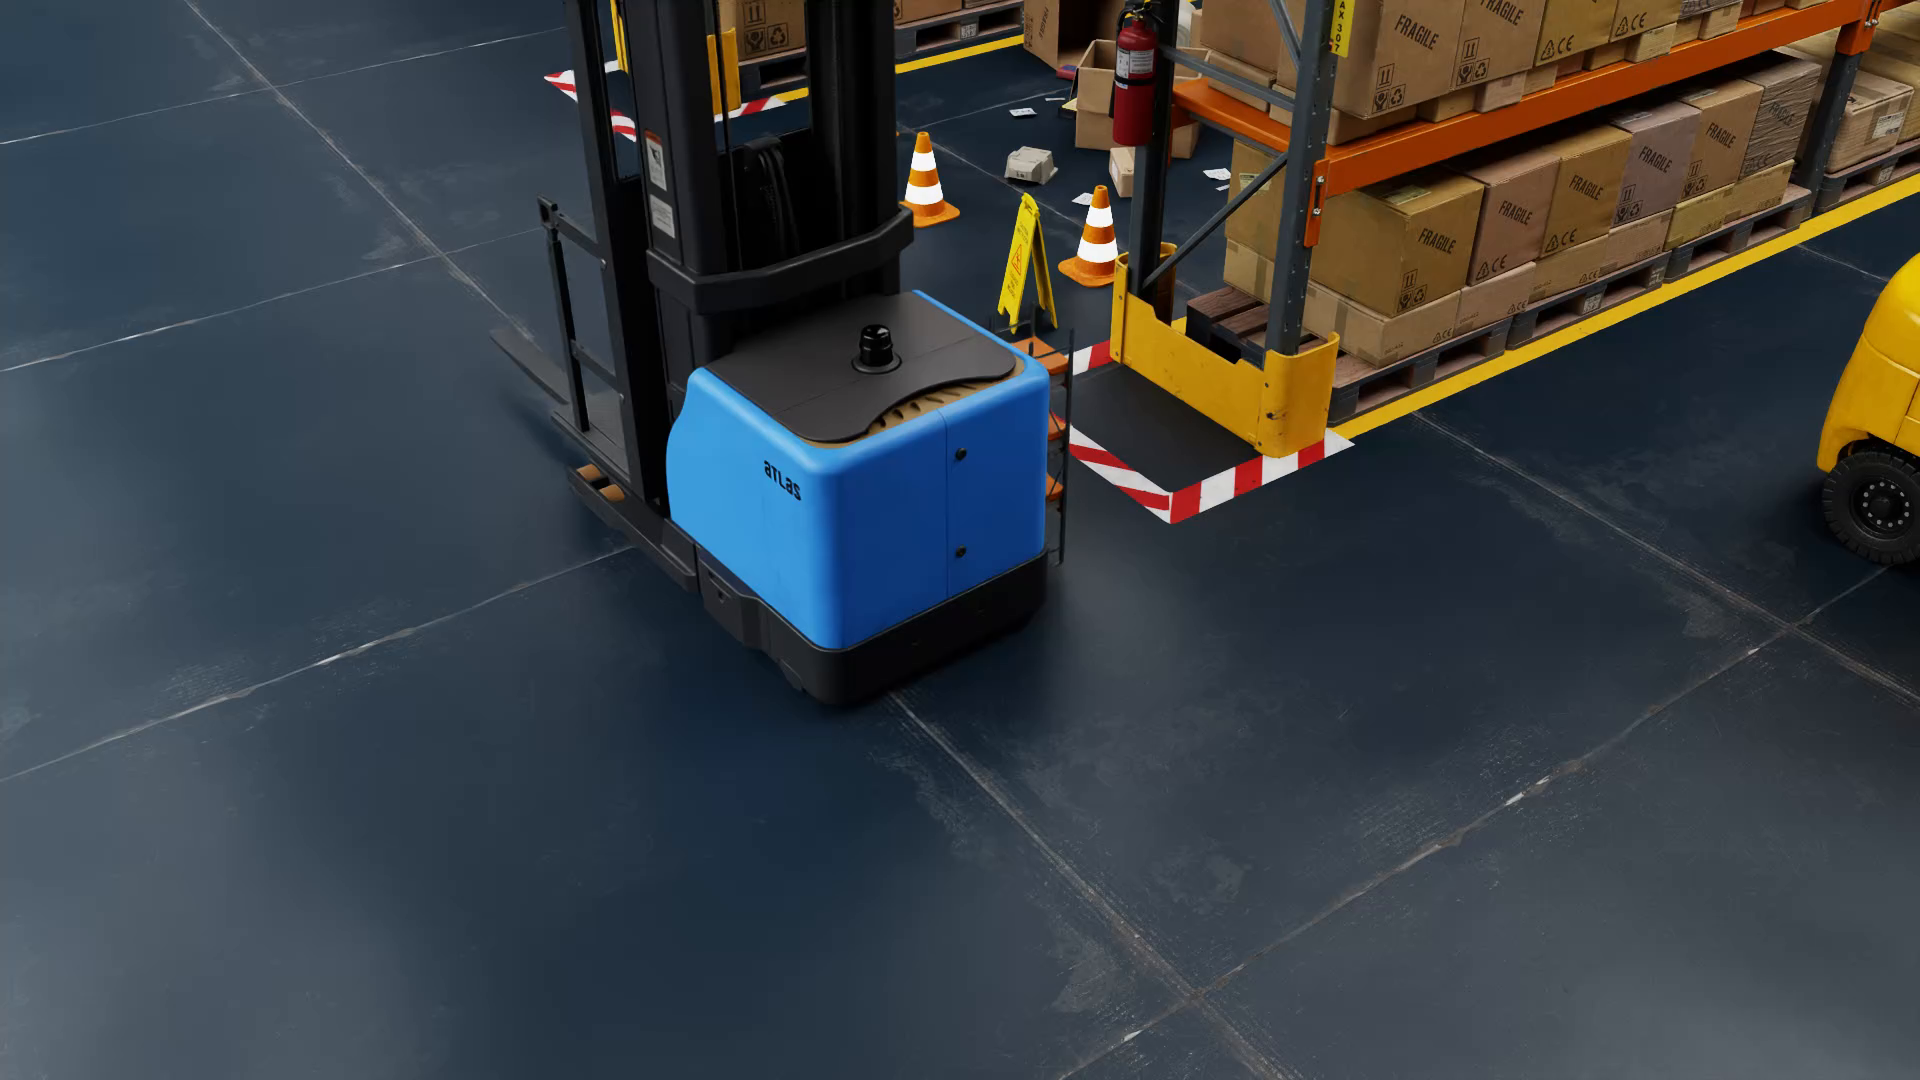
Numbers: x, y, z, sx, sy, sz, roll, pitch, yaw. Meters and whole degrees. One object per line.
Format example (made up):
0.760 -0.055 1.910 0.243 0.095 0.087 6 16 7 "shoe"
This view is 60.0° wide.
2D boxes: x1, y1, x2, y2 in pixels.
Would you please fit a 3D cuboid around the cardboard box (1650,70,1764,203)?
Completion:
3.634 -2.076 8.420 0.500 0.500 0.500 -22 41 -27 "cardboard box"

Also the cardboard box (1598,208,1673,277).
3.201 -1.590 8.388 0.500 0.250 0.500 -22 41 -27 "cardboard box"

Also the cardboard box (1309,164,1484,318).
1.946 -1.377 7.448 0.500 0.500 0.500 -24 42 -29 "cardboard box"

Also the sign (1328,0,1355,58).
1.420 -1.963 6.169 0.005 0.325 0.100 -22 41 -28 "sign"

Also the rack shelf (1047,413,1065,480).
0.261 -0.358 6.367 0.215 0.259 0.240 -21 41 -27 "rack shelf"

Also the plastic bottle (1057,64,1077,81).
0.791 -3.067 10.962 0.283 0.061 0.133 22 41 28 "plastic bottle"

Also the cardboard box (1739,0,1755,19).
3.621 -2.646 8.075 0.250 0.149 0.380 -23 42 -28 "cardboard box"

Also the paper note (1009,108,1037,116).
0.399 -2.696 10.474 0.142 0.017 0.144 -9 37 -12 "paper note"

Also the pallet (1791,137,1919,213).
5.013 -2.347 9.832 1.213 0.211 1.003 -22 41 -28 "pallet"

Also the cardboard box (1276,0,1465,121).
1.655 -2.059 6.703 0.500 0.500 0.500 -23 42 -29 "cardboard box"

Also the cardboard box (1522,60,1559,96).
2.393 -2.093 7.306 0.250 0.149 0.380 -21 41 -27 "cardboard box"

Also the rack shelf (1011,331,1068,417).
0.262 -0.589 6.201 0.215 0.259 0.240 -21 41 -27 "rack shelf"

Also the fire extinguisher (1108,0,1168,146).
0.749 -2.021 7.057 0.183 0.674 0.296 -22 41 -28 "fire extinguisher"

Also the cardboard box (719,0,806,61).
-1.310 -3.767 10.878 0.875 0.875 0.875 -22 41 -28 "cardboard box"

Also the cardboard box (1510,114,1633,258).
2.785 -1.720 7.925 0.500 0.500 0.500 -22 41 -27 "cardboard box"

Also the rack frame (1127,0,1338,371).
1.108 -1.871 6.782 0.127 3.000 1.000 -22 41 -28 "rack frame"

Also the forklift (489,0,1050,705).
-0.983 -1.411 6.201 1.130 2.935 3.031 -25 43 -30 "forklift"

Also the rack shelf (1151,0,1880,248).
2.743 -2.251 7.927 4.000 0.370 1.077 -22 41 -28 "rack shelf"

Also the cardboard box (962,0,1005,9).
0.154 -4.369 11.716 0.875 0.875 0.875 -22 41 -28 "cardboard box"

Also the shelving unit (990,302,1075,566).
0.261 -0.367 6.361 0.215 1.050 0.252 -21 41 -27 "shelving unit"

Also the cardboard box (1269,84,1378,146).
1.505 -1.784 6.877 0.250 0.149 0.380 -22 41 -28 "cardboard box"

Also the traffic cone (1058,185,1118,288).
0.716 -1.601 8.580 0.334 0.463 0.336 -22 41 -28 "traffic cone"

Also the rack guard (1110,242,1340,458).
1.170 -0.881 7.547 0.348 0.500 1.175 -22 41 -28 "rack guard"

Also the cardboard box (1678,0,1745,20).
3.319 -2.756 7.673 0.500 0.500 0.500 -21 41 -27 "cardboard box"

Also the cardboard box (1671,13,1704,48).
3.235 -2.445 7.796 0.250 0.149 0.380 -23 42 -29 "cardboard box"

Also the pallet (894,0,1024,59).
-0.222 -3.781 11.827 1.213 0.211 1.003 -22 41 -28 "pallet"

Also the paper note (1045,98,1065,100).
0.612 -2.832 10.678 0.123 0.001 0.032 -3 36 -4 "paper note"

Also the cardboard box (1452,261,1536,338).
2.348 -1.232 7.890 0.500 0.250 0.500 -21 41 -26 "cardboard box"

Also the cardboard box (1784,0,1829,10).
4.090 -2.773 8.252 0.250 0.149 0.380 -21 41 -27 "cardboard box"

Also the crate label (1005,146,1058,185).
0.406 -2.178 9.661 0.250 0.136 0.298 15 38 20 "crate label"

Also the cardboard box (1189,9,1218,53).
1.845 -3.030 10.416 0.503 0.637 0.797 -22 41 -28 "cardboard box"

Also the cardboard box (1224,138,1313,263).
1.612 -1.623 7.791 0.500 0.500 0.500 -22 41 -28 "cardboard box"

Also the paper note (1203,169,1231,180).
1.515 -2.143 9.713 0.142 0.019 0.148 -9 37 -12 "paper note"

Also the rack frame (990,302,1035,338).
0.193 -0.426 6.443 0.200 1.050 0.008 -21 41 -27 "rack frame"

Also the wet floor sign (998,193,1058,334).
0.336 -1.362 8.091 0.232 0.644 0.267 -9 37 -12 "wet floor sign"

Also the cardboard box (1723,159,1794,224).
4.049 -1.943 8.878 0.500 0.250 0.500 -20 40 -26 "cardboard box"

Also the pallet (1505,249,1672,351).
2.851 -1.428 8.555 1.213 0.211 1.003 -22 41 -28 "pallet"

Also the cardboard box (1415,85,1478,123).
1.966 -1.926 7.075 0.250 0.149 0.380 -24 42 -29 "cardboard box"

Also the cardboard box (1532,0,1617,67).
2.492 -2.407 7.187 0.500 0.500 0.500 -23 42 -29 "cardboard box"

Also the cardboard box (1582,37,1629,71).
2.806 -2.285 7.573 0.250 0.149 0.380 -24 42 -29 "cardboard box"

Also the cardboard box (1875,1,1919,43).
5.958 -2.976 10.209 0.625 0.372 0.950 -21 41 -26 "cardboard box"

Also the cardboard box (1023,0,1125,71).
0.766 -3.519 11.212 0.500 0.500 0.500 -15 38 -20 "cardboard box"

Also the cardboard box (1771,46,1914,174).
4.805 -2.497 9.544 0.625 0.372 0.950 -22 41 -27 "cardboard box"
